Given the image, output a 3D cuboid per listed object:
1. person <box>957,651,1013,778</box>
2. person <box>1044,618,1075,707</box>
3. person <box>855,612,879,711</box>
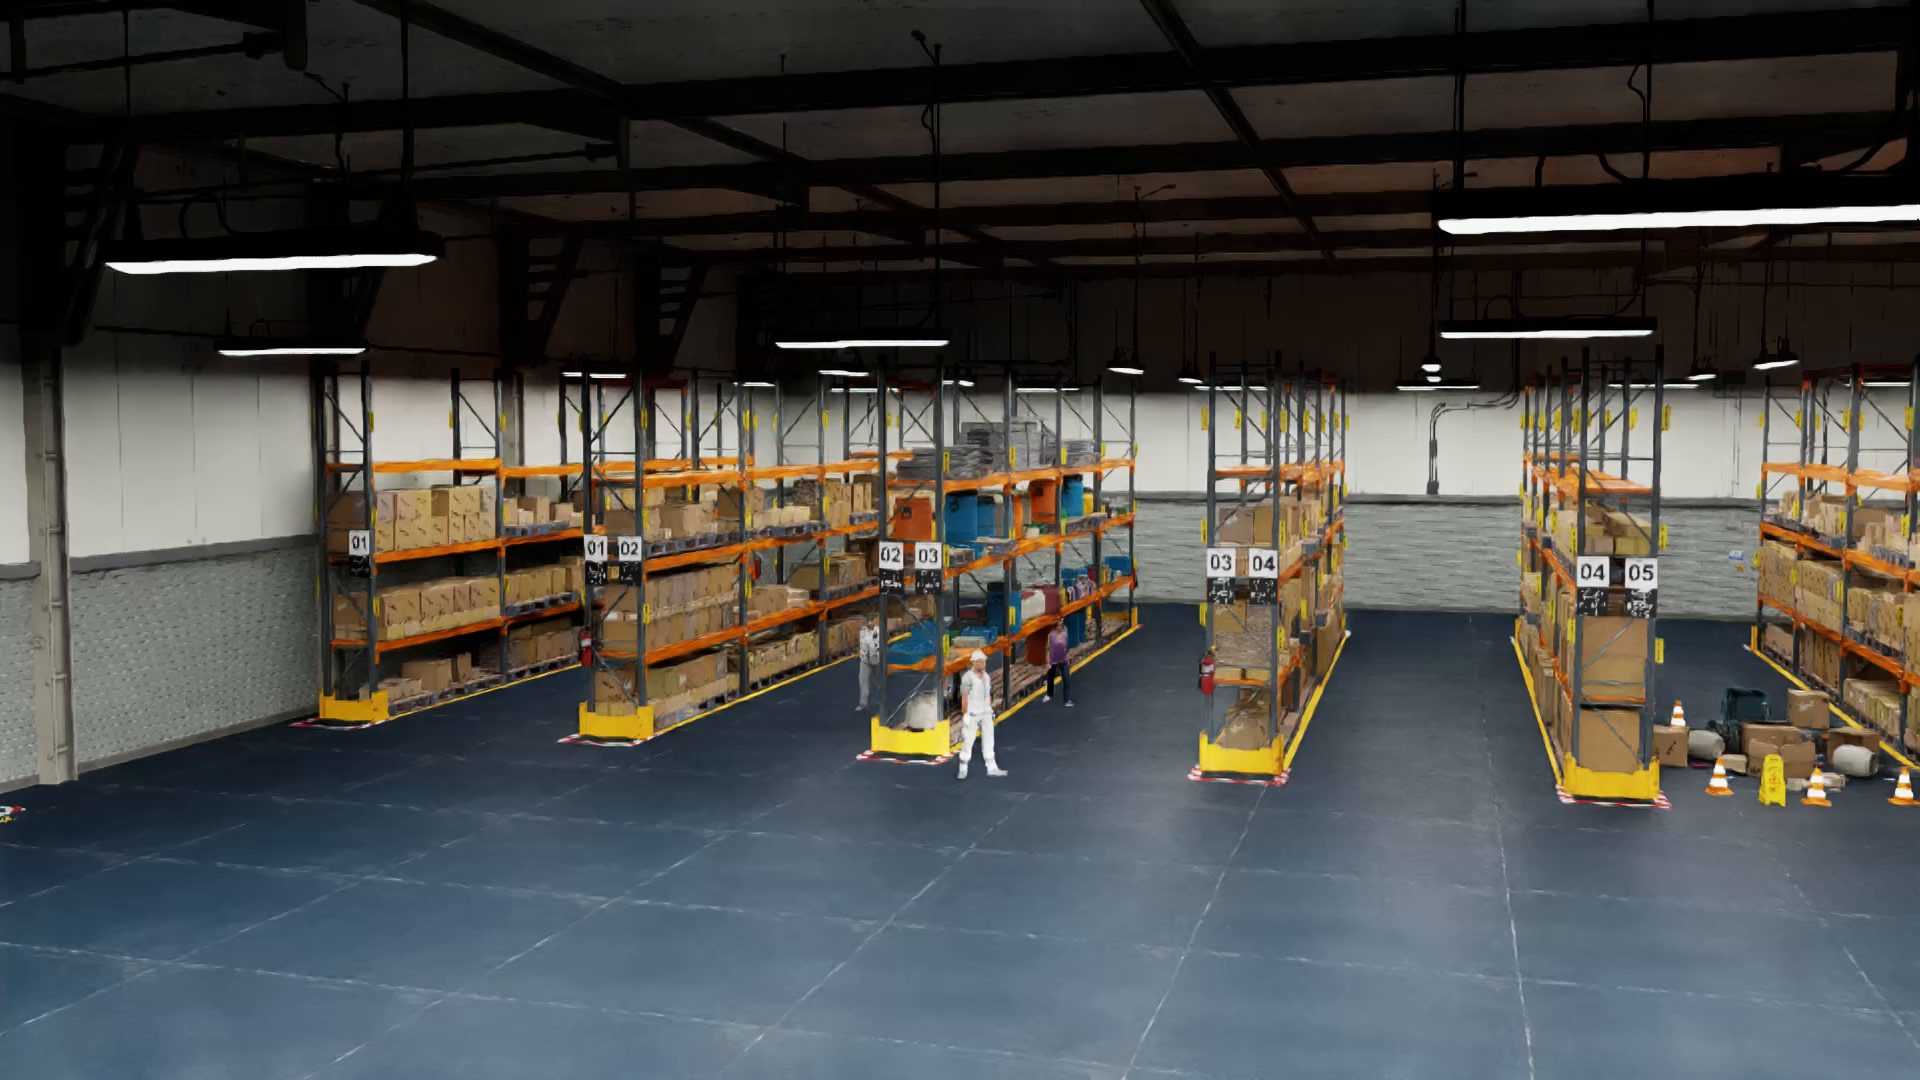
[{"bbox_3d":[0.318,2.432,23.291,0.700,1.779,0.578,-4,6,-44],"label":"person"},{"bbox_3d":[1.740,2.136,29.285,0.450,1.540,0.877,-1,4,-10],"label":"person"},{"bbox_3d":[-1.509,2.080,28.848,0.554,1.719,1.032,1,4,15],"label":"person"}]
